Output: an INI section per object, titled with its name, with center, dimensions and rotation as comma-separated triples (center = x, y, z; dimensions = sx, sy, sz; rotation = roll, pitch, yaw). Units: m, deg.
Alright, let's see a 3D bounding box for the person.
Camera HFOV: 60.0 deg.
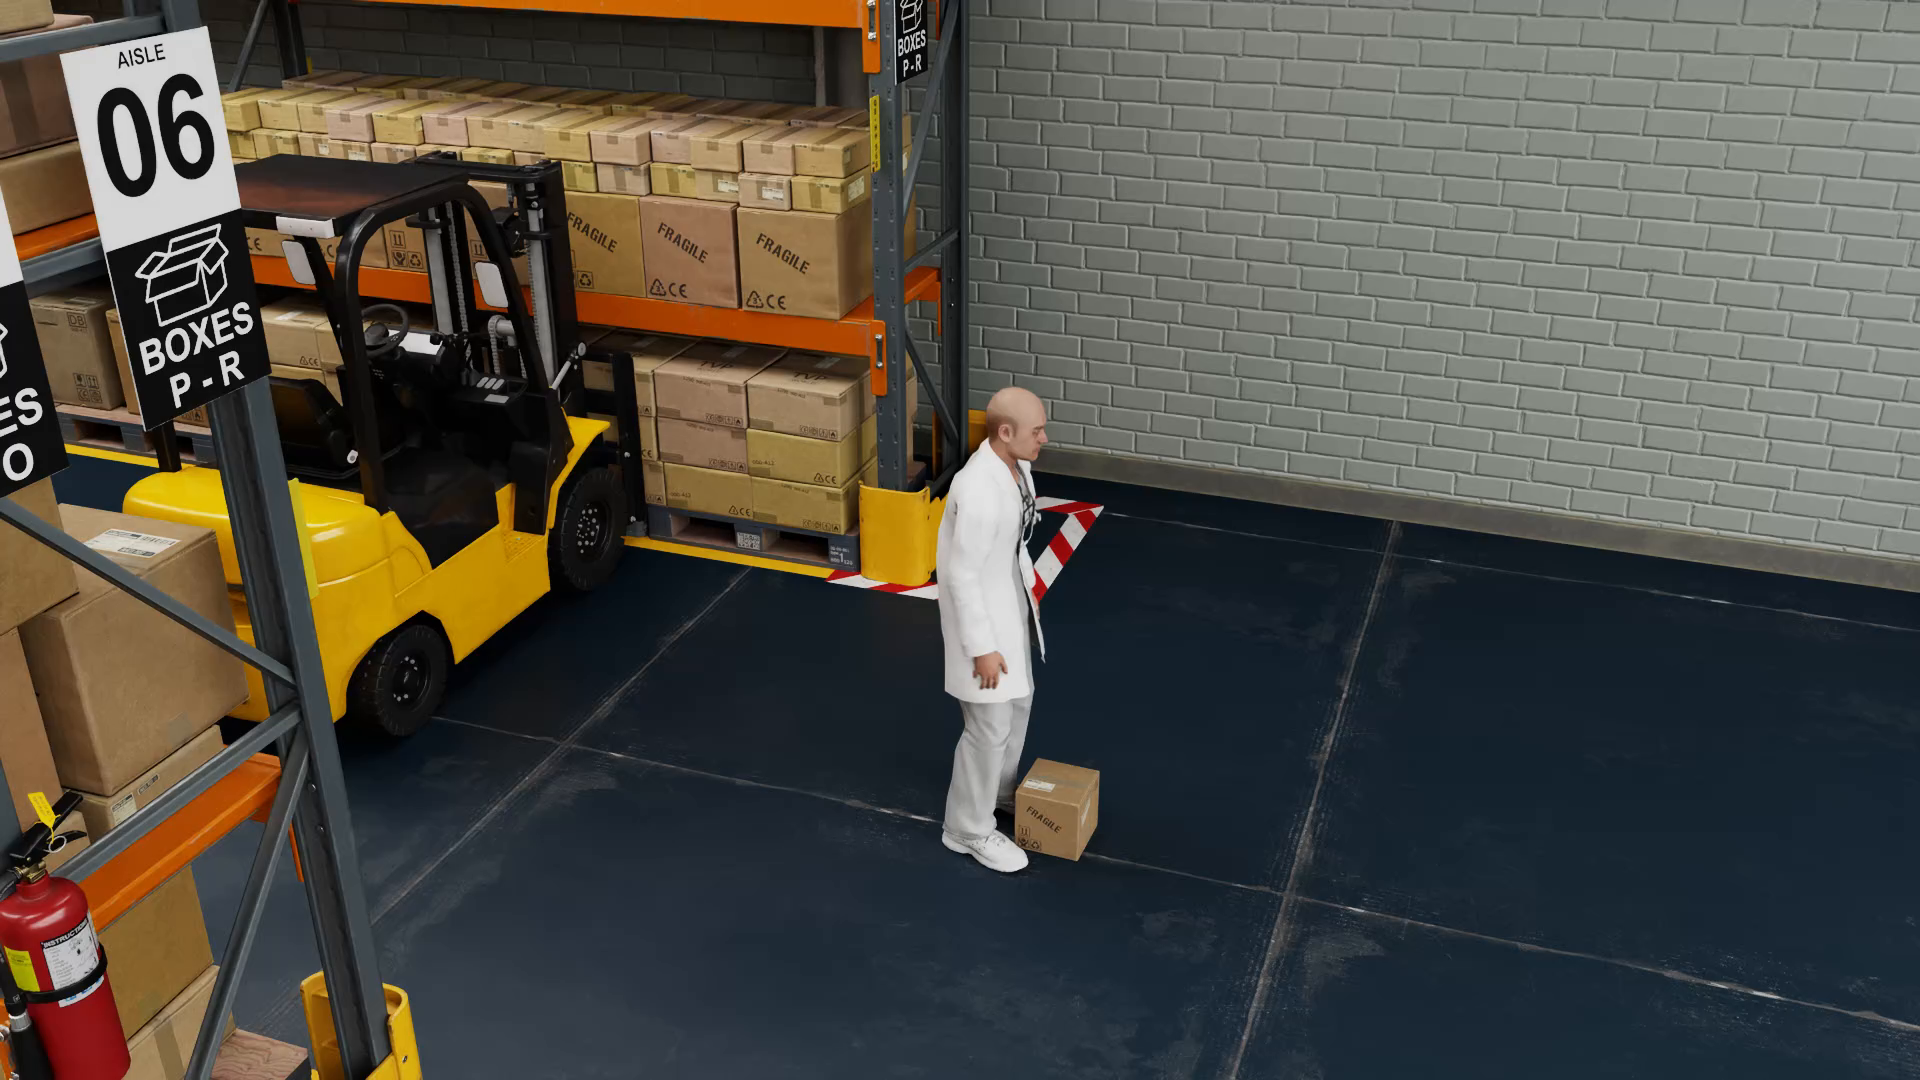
[person]
center = 0.132, 0.290, 6.017
dimensions = 0.416, 1.774, 0.655
rotation = 8, 26, 16
